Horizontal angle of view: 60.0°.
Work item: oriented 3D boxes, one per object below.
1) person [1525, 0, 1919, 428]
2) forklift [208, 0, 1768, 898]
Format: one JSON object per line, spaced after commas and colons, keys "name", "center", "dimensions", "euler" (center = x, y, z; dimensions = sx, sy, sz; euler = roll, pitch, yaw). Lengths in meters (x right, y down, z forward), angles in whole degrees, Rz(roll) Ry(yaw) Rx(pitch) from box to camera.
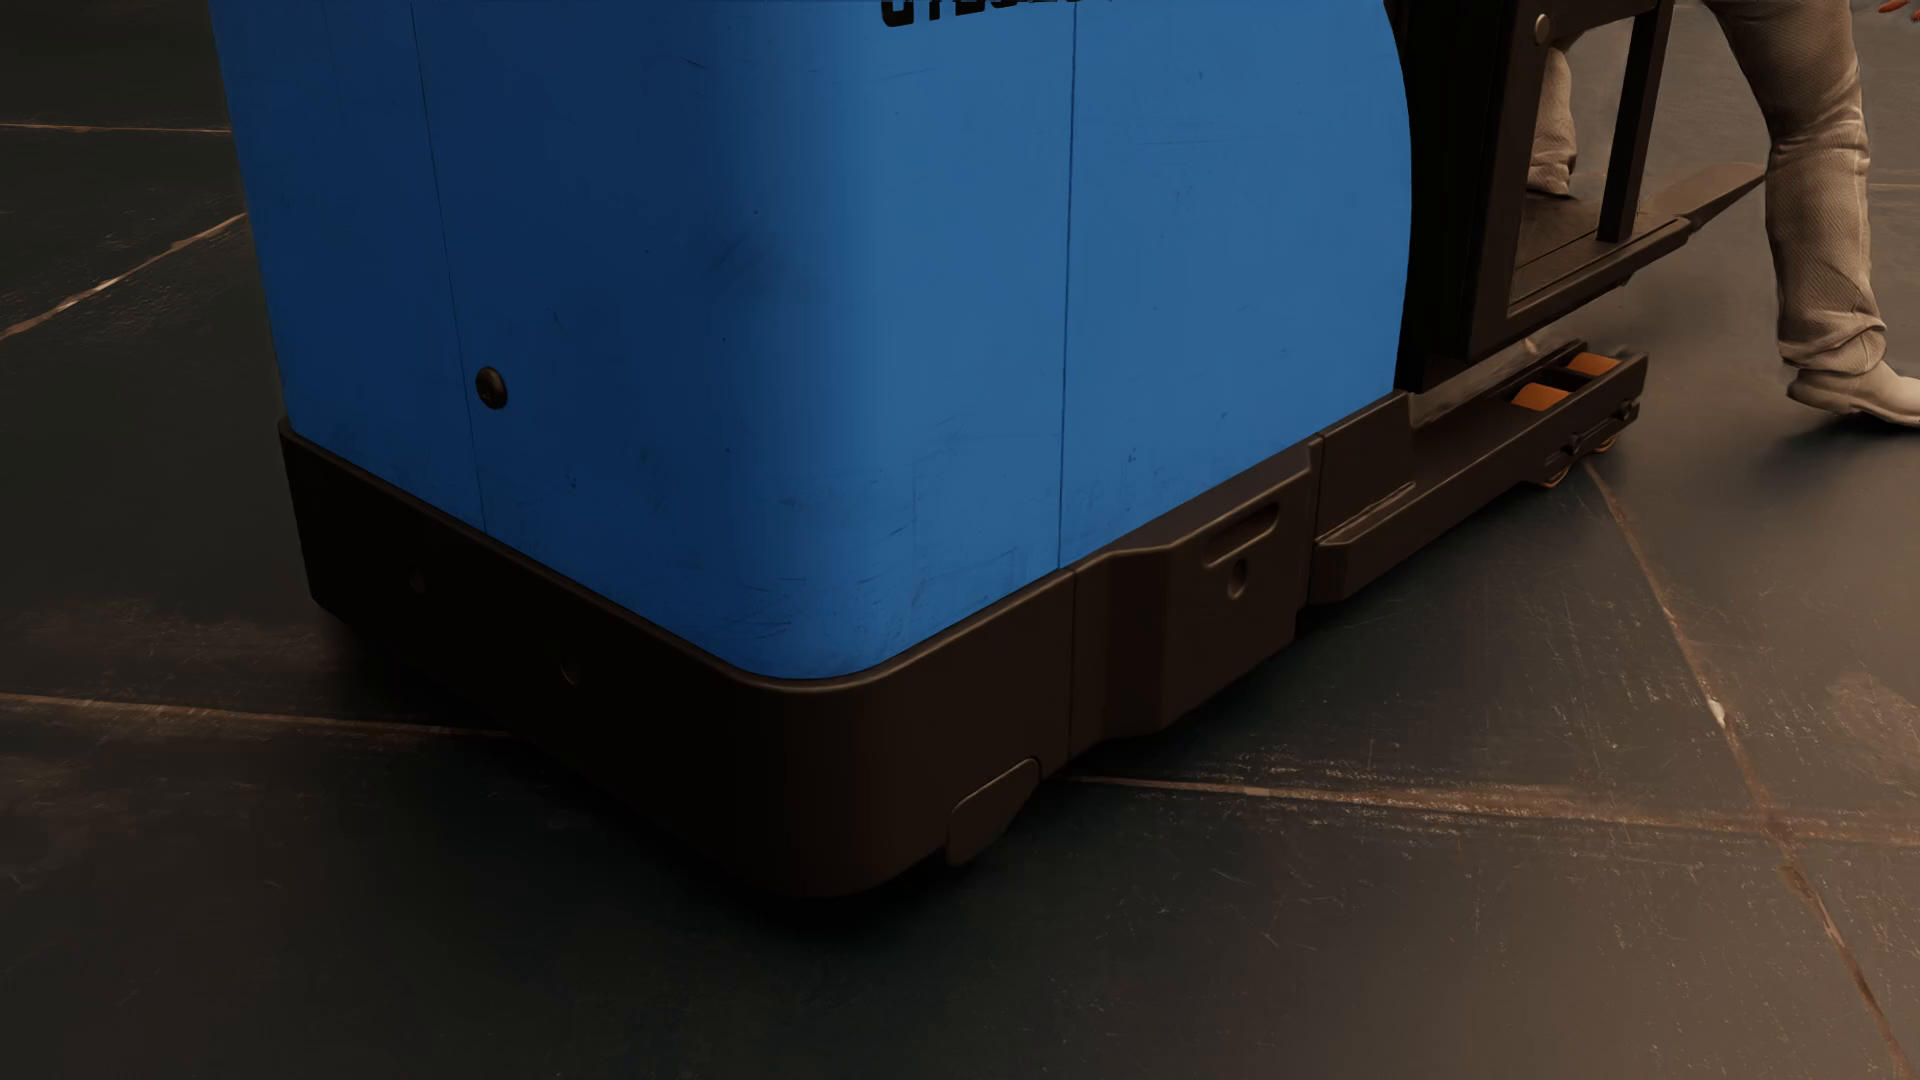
{"name": "person", "center": [1.249, -1.080, 2.748], "dimensions": [1.043, 1.697, 0.486], "euler": [16, 30, 28]}
{"name": "forklift", "center": [0.502, -1.531, 2.286], "dimensions": [1.130, 2.935, 3.031], "euler": [22, 34, 37]}
